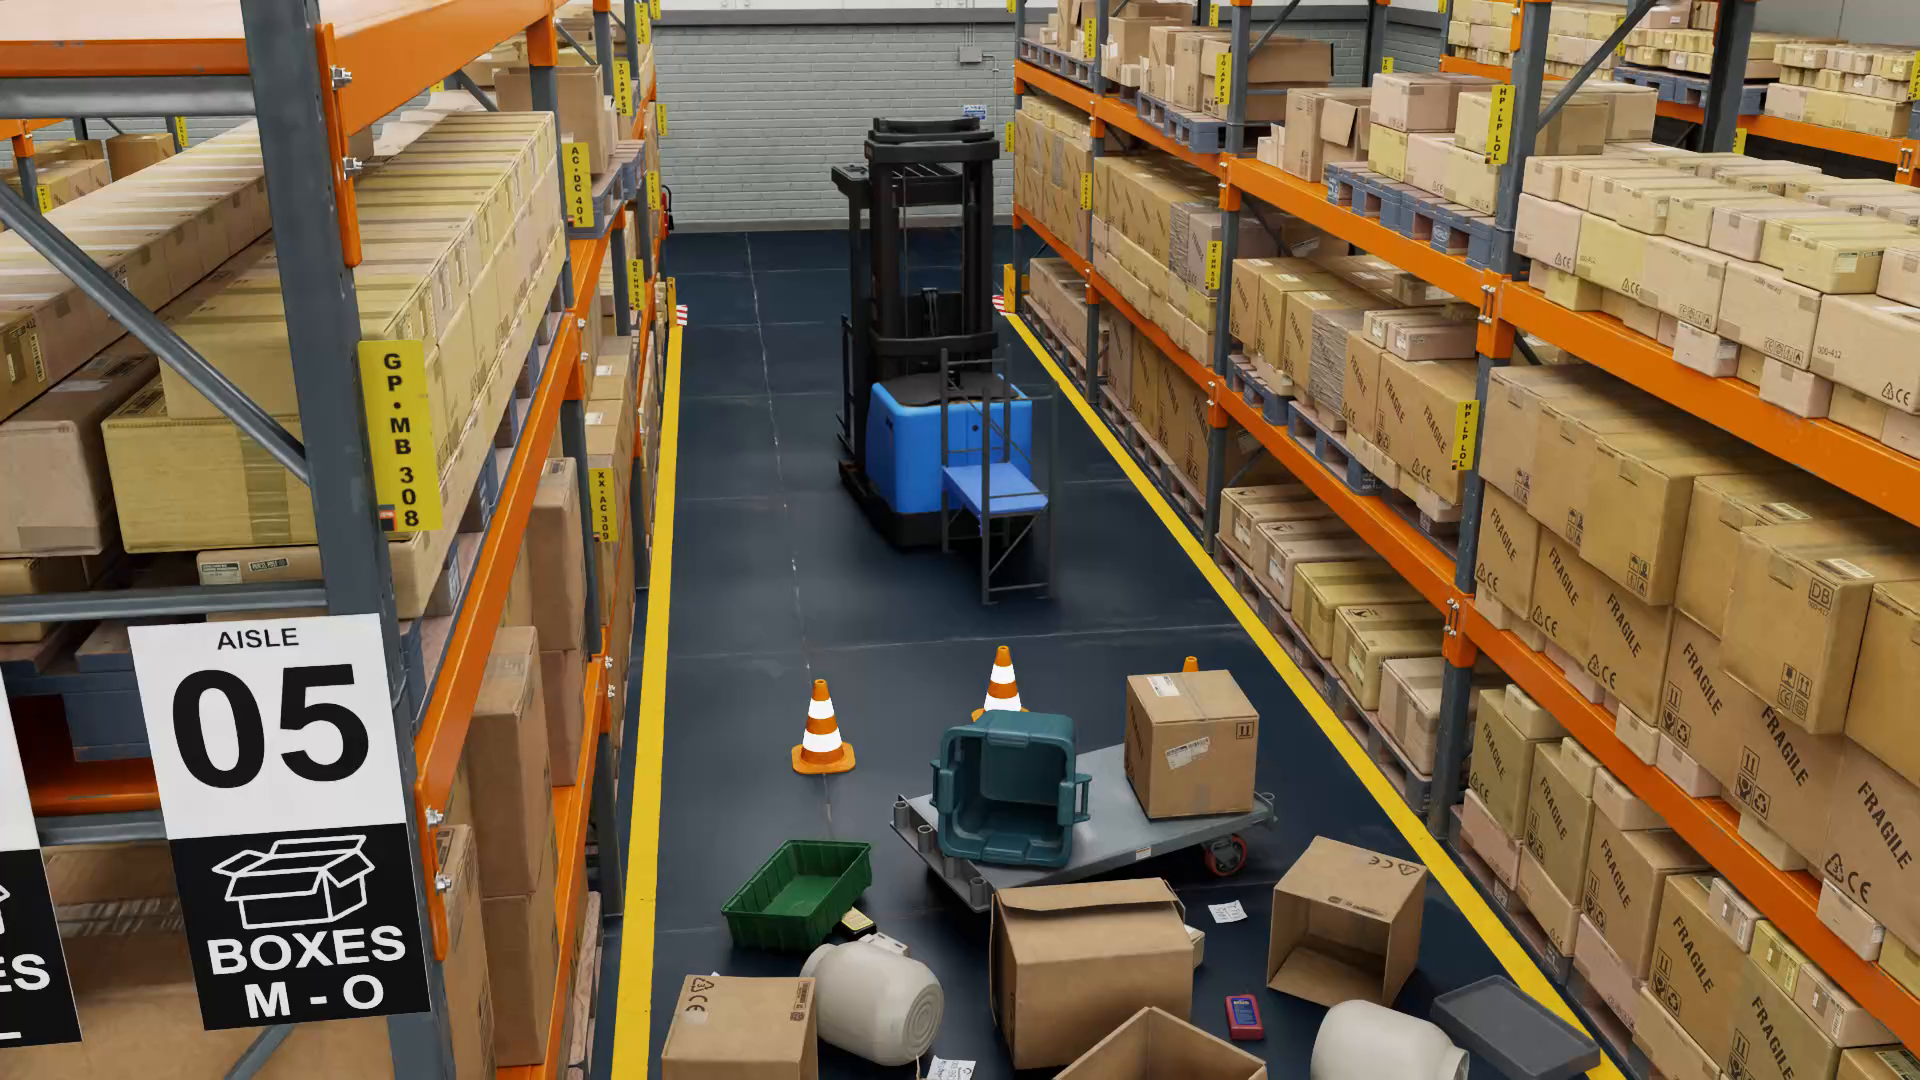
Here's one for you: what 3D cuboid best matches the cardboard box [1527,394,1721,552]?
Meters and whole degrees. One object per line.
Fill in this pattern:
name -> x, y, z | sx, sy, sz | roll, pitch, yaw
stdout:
cardboard box -> 2.741, -0.273, 6.664 | 0.700, 0.500, 0.500 | -3, 21, -7

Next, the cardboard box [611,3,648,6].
cardboard box -> -3.435, -5.486, 17.260 | 0.380, 0.149, 0.250 | -3, 21, -8

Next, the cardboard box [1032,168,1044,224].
cardboard box -> 1.051, -3.630, 17.506 | 0.500, 0.500, 0.500 | -3, 21, -8

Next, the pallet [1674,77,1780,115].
pallet -> 6.775, -3.710, 13.845 | 1.213, 0.211, 1.003 | -3, 21, -8

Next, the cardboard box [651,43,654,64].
cardboard box -> -3.446, -5.021, 17.299 | 0.500, 0.250, 0.500 | -3, 21, -9

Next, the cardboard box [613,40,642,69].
cardboard box -> -3.029, -4.193, 14.368 | 0.500, 0.250, 0.500 | -2, 21, -6

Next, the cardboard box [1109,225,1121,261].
cardboard box -> 1.574, -2.548, 14.251 | 0.500, 0.250, 0.500 | -3, 21, -7

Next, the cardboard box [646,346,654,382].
cardboard box -> -2.778, -1.398, 13.574 | 0.500, 0.250, 0.500 | -2, 21, -5

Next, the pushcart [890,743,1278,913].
pushcart -> 0.591, 1.401, 7.927 | 1.648, 0.377, 0.936 | -11, 23, -26

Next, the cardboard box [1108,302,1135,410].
cardboard box -> 1.855, -1.721, 14.972 | 0.875, 0.875, 0.875 | -2, 21, -6

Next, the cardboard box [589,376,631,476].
cardboard box -> -2.147, -0.619, 9.443 | 0.500, 0.500, 0.500 | -3, 21, -9

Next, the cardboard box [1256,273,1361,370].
cardboard box -> 2.181, -1.380, 10.456 | 0.500, 0.500, 0.500 | -2, 21, -5

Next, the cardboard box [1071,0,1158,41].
cardboard box -> 1.461, -4.892, 15.850 | 0.797, 0.503, 0.637 | -1, 21, -4

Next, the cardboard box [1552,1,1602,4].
cardboard box -> 6.521, -5.577, 17.649 | 0.500, 0.250, 0.500 | -3, 21, -7

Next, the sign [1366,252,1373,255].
sign -> 2.799, -1.881, 11.423 | 0.100, 0.325, 0.005 | -3, 21, -8

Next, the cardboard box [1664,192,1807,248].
cardboard box -> 2.755, -1.139, 5.912 | 0.380, 0.149, 0.250 | -4, 21, -10

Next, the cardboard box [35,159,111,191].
cardboard box -> -8.079, -3.180, 15.161 | 0.500, 0.500, 0.500 | -4, 21, -9

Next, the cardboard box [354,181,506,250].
cardboard box -> -1.420, -0.855, 4.409 | 0.380, 0.149, 0.250 | -3, 21, -7

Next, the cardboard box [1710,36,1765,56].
cardboard box -> 6.461, -4.084, 13.767 | 0.380, 0.149, 0.250 | -3, 21, -7

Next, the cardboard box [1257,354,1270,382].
cardboard box -> 2.128, -1.105, 10.648 | 0.380, 0.149, 0.250 | -4, 21, -11

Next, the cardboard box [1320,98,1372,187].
cardboard box -> 2.512, -2.272, 9.577 | 0.797, 0.503, 0.637 | -3, 21, -8

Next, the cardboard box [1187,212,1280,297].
cardboard box -> 1.930, -2.026, 11.782 | 0.500, 0.500, 0.500 | -3, 21, -9

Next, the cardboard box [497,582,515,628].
cardboard box -> -1.804, 0.440, 4.994 | 0.875, 0.550, 0.500 | -3, 21, -8

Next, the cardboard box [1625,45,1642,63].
cardboard box -> 6.248, -4.389, 15.009 | 0.380, 0.149, 0.250 | -3, 21, -7

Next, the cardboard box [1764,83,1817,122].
cardboard box -> 6.715, -3.444, 13.078 | 0.500, 0.250, 0.500 | -3, 21, -8

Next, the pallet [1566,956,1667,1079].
pallet -> 3.151, 2.000, 6.559 | 1.003, 0.211, 1.213 | -3, 21, -8

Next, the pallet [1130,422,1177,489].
pallet -> 2.052, -0.737, 13.887 | 1.003, 0.211, 1.213 | -3, 21, -8

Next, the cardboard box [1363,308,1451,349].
cardboard box -> 2.375, -1.127, 8.851 | 0.380, 0.149, 0.250 | -4, 21, -10

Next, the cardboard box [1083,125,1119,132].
cardboard box -> 1.371, -3.823, 15.666 | 0.380, 0.149, 0.250 | -3, 21, -8

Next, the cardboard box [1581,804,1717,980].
cardboard box -> 2.820, 1.362, 6.539 | 0.500, 0.500, 0.500 | -2, 21, -5

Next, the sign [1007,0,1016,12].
sign -> 0.560, -5.941, 18.185 | 0.100, 0.325, 0.005 | -3, 21, -8

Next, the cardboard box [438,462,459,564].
cardboard box -> -1.237, -0.045, 3.377 | 0.380, 0.149, 0.250 | -3, 21, -7

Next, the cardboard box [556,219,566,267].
cardboard box -> -1.675, -1.096, 6.193 | 0.380, 0.149, 0.250 | -3, 21, -8

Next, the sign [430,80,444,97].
sign -> -3.158, -2.681, 10.081 | 0.100, 0.325, 0.005 | -3, 21, -8

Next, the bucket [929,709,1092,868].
bucket -> 0.257, 1.077, 7.552 | 0.726, 0.611, 0.620 | 4, 11, 11

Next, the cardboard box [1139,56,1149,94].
cardboard box -> 1.604, -3.619, 12.922 | 0.396, 0.266, 0.258 | -1, 21, -3

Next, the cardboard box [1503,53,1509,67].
cardboard box -> 5.997, -5.088, 17.625 | 0.380, 0.149, 0.250 | -3, 21, -8

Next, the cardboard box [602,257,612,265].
cardboard box -> -2.646, -1.951, 12.062 | 0.380, 0.149, 0.250 | -2, 21, -5

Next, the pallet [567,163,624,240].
pallet -> -2.311, -1.770, 8.650 | 1.003, 0.211, 1.213 | -2, 21, -5

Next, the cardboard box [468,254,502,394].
cardboard box -> -1.430, -0.539, 4.130 | 0.500, 0.250, 0.500 | -3, 21, -8

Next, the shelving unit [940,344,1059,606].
shelving unit -> 0.249, -0.463, 11.312 | 0.538, 1.500, 1.048 | -6, 21, -15

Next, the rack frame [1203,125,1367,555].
rack frame -> 2.263, -1.345, 11.530 | 1.000, 3.000, 0.127 | -3, 21, -8

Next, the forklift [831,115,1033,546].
forklift -> -0.354, -1.815, 12.888 | 1.130, 2.935, 3.031 | -6, 21, -15

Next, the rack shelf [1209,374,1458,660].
rack shelf -> 2.552, -0.315, 9.802 | 1.077, 0.370, 4.000 | -3, 21, -8

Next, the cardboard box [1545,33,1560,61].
cardboard box -> 6.133, -4.968, 16.731 | 0.500, 0.250, 0.500 | -2, 21, -7

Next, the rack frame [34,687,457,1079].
rack frame -> -1.467, 1.710, 3.352 | 1.000, 3.000, 0.127 | -3, 21, -8

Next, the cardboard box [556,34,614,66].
cardboard box -> -2.480, -3.203, 10.982 | 0.396, 0.266, 0.258 | -3, 21, -8

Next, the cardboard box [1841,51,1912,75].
cardboard box -> 6.811, -3.548, 12.360 | 0.380, 0.149, 0.250 | -4, 21, -10

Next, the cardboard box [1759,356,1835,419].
cardboard box -> 2.823, -0.502, 5.344 | 0.380, 0.149, 0.250 | -3, 21, -8

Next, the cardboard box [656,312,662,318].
cardboard box -> -3.232, -2.214, 16.907 | 0.380, 0.149, 0.250 | -2, 21, -5

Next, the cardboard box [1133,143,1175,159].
cardboard box -> 1.858, -3.422, 15.520 | 0.500, 0.500, 0.500 | -3, 21, -7

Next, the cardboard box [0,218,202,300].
cardboard box -> -1.996, -0.646, 3.848 | 0.380, 0.149, 0.250 | -3, 21, -8

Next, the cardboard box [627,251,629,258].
cardboard box -> -2.792, -2.174, 13.083 | 0.380, 0.149, 0.250 | -4, 21, -11

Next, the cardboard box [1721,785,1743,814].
cardboard box -> 2.950, 0.894, 5.895 | 0.380, 0.149, 0.250 | -3, 21, -8

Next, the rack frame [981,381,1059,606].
rack frame -> 0.387, -0.292, 10.854 | 0.500, 1.500, 0.032 | -6, 21, -15
